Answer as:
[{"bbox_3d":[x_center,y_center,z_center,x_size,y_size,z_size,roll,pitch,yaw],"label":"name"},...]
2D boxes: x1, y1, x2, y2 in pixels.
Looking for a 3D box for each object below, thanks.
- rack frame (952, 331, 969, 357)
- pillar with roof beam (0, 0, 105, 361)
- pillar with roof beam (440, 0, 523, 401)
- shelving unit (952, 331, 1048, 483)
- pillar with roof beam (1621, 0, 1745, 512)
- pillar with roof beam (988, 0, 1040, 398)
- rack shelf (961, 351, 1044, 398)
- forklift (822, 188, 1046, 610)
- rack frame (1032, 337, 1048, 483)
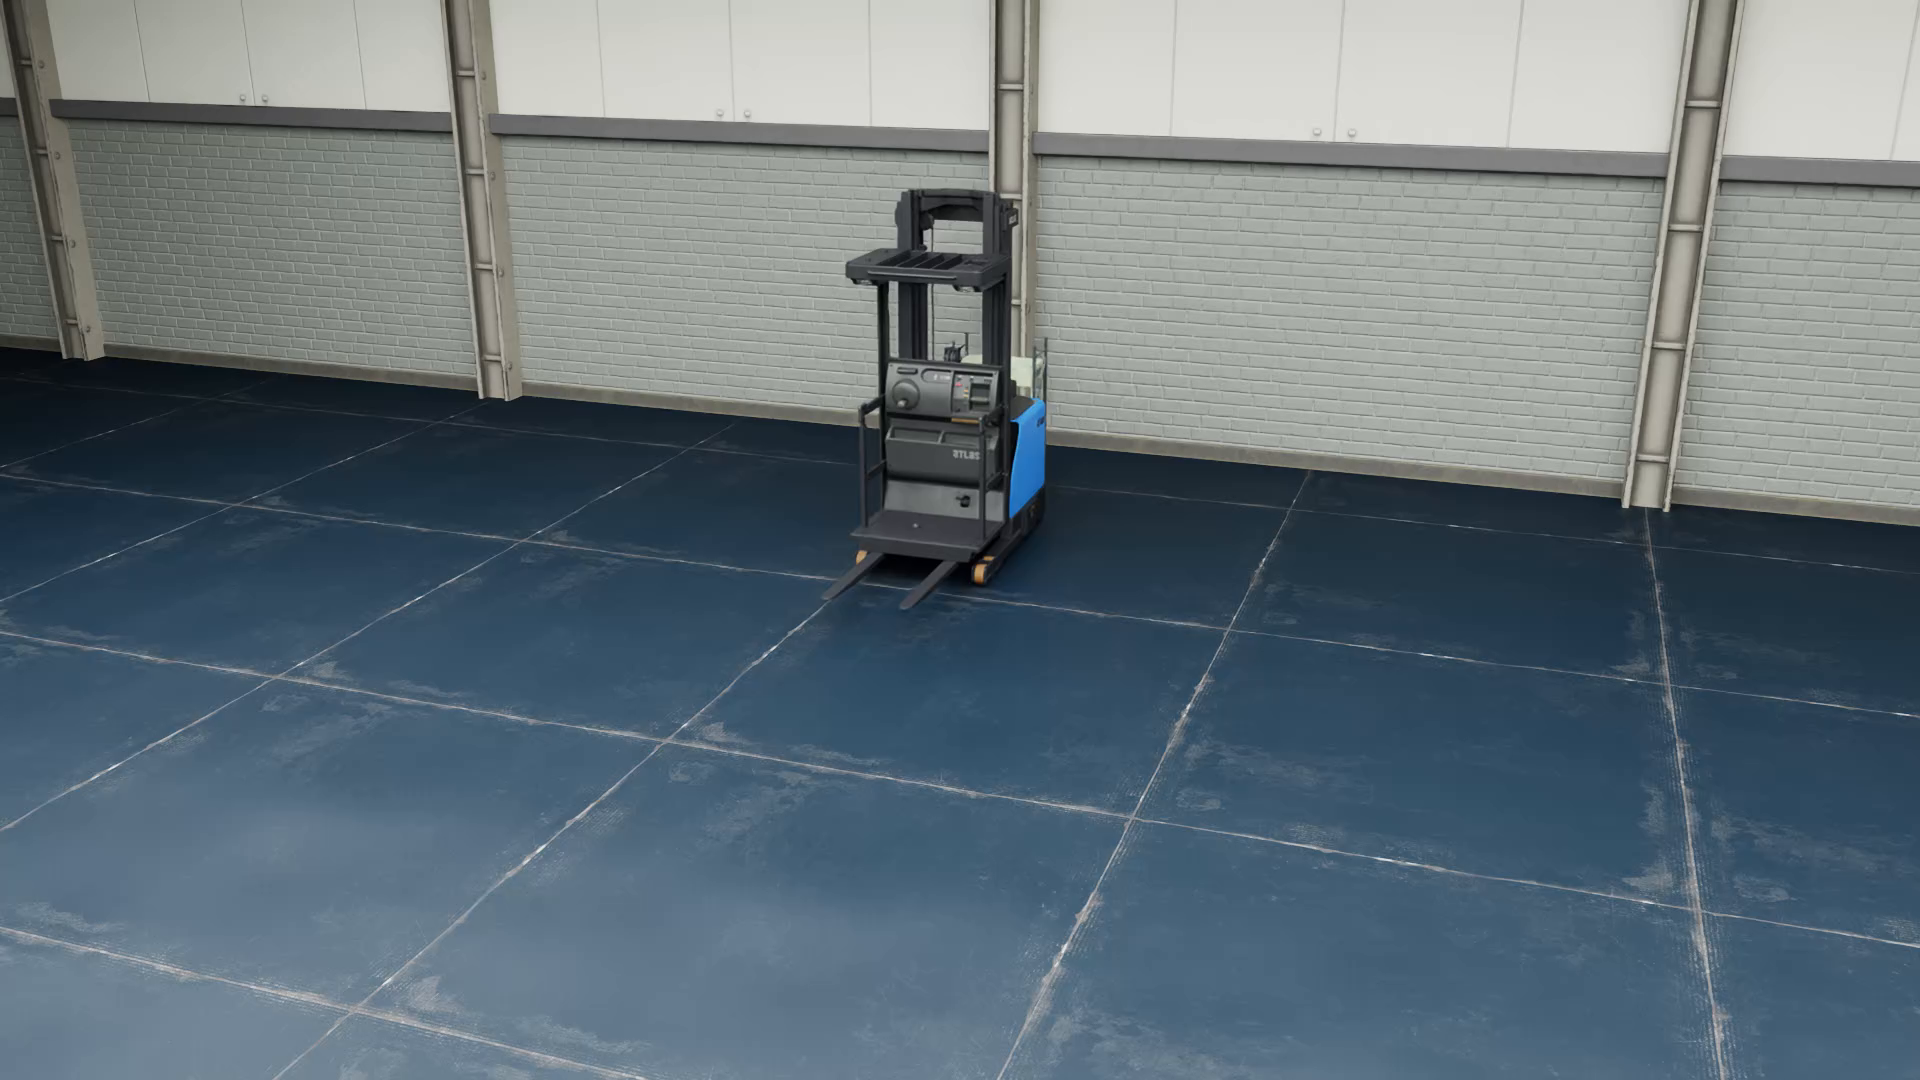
[{"bbox_3d":[0.006,-1.095,14.938,0.023,1.500,0.400,6,20,18],"label":"rack frame"},{"bbox_3d":[-12.239,-5.174,15.249,0.400,9.000,9.100,7,20,18],"label":"pillar with roof beam"},{"bbox_3d":[-6.572,-4.526,13.390,0.400,9.000,9.100,7,20,18],"label":"pillar with roof beam"},{"bbox_3d":[0.352,-1.056,14.827,0.755,1.500,0.431,6,20,18],"label":"shelving unit"},{"bbox_3d":[4.764,-3.230,9.671,0.400,9.000,9.100,7,20,18],"label":"pillar with roof beam"},{"bbox_3d":[-0.904,-3.878,11.530,0.400,9.000,9.100,7,20,18],"label":"pillar with roof beam"},{"bbox_3d":[0.352,-1.424,14.699,0.720,0.370,0.431,6,20,18],"label":"rack shelf"},{"bbox_3d":[-0.209,-1.182,13.015,1.130,2.935,3.031,6,20,18],"label":"forklift"},{"bbox_3d":[0.699,-1.017,14.716,0.023,1.500,0.400,6,20,18],"label":"rack frame"}]
